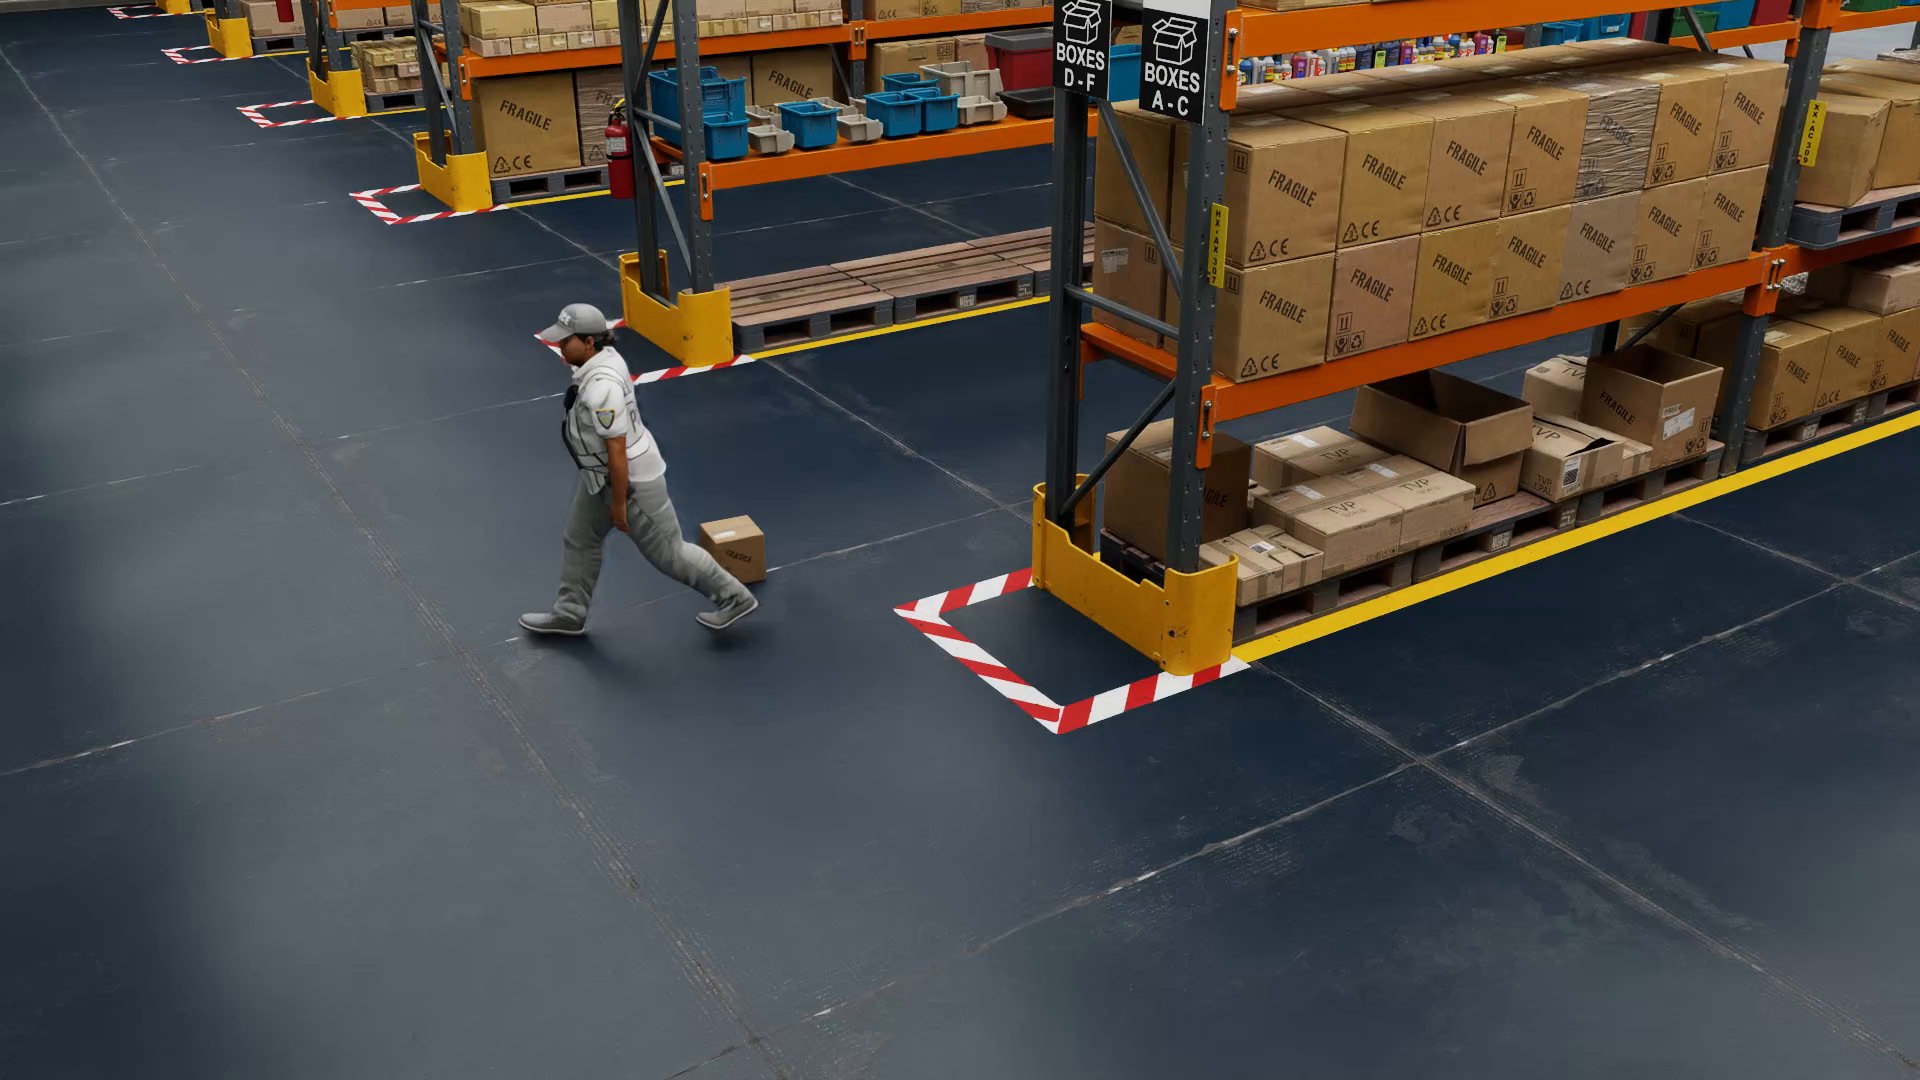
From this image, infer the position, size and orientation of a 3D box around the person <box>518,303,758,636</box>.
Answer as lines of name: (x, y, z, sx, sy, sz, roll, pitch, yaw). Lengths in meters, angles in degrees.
person: (-1.474, -0.278, 7.355, 1.075, 1.599, 0.480, -7, 26, -15)
